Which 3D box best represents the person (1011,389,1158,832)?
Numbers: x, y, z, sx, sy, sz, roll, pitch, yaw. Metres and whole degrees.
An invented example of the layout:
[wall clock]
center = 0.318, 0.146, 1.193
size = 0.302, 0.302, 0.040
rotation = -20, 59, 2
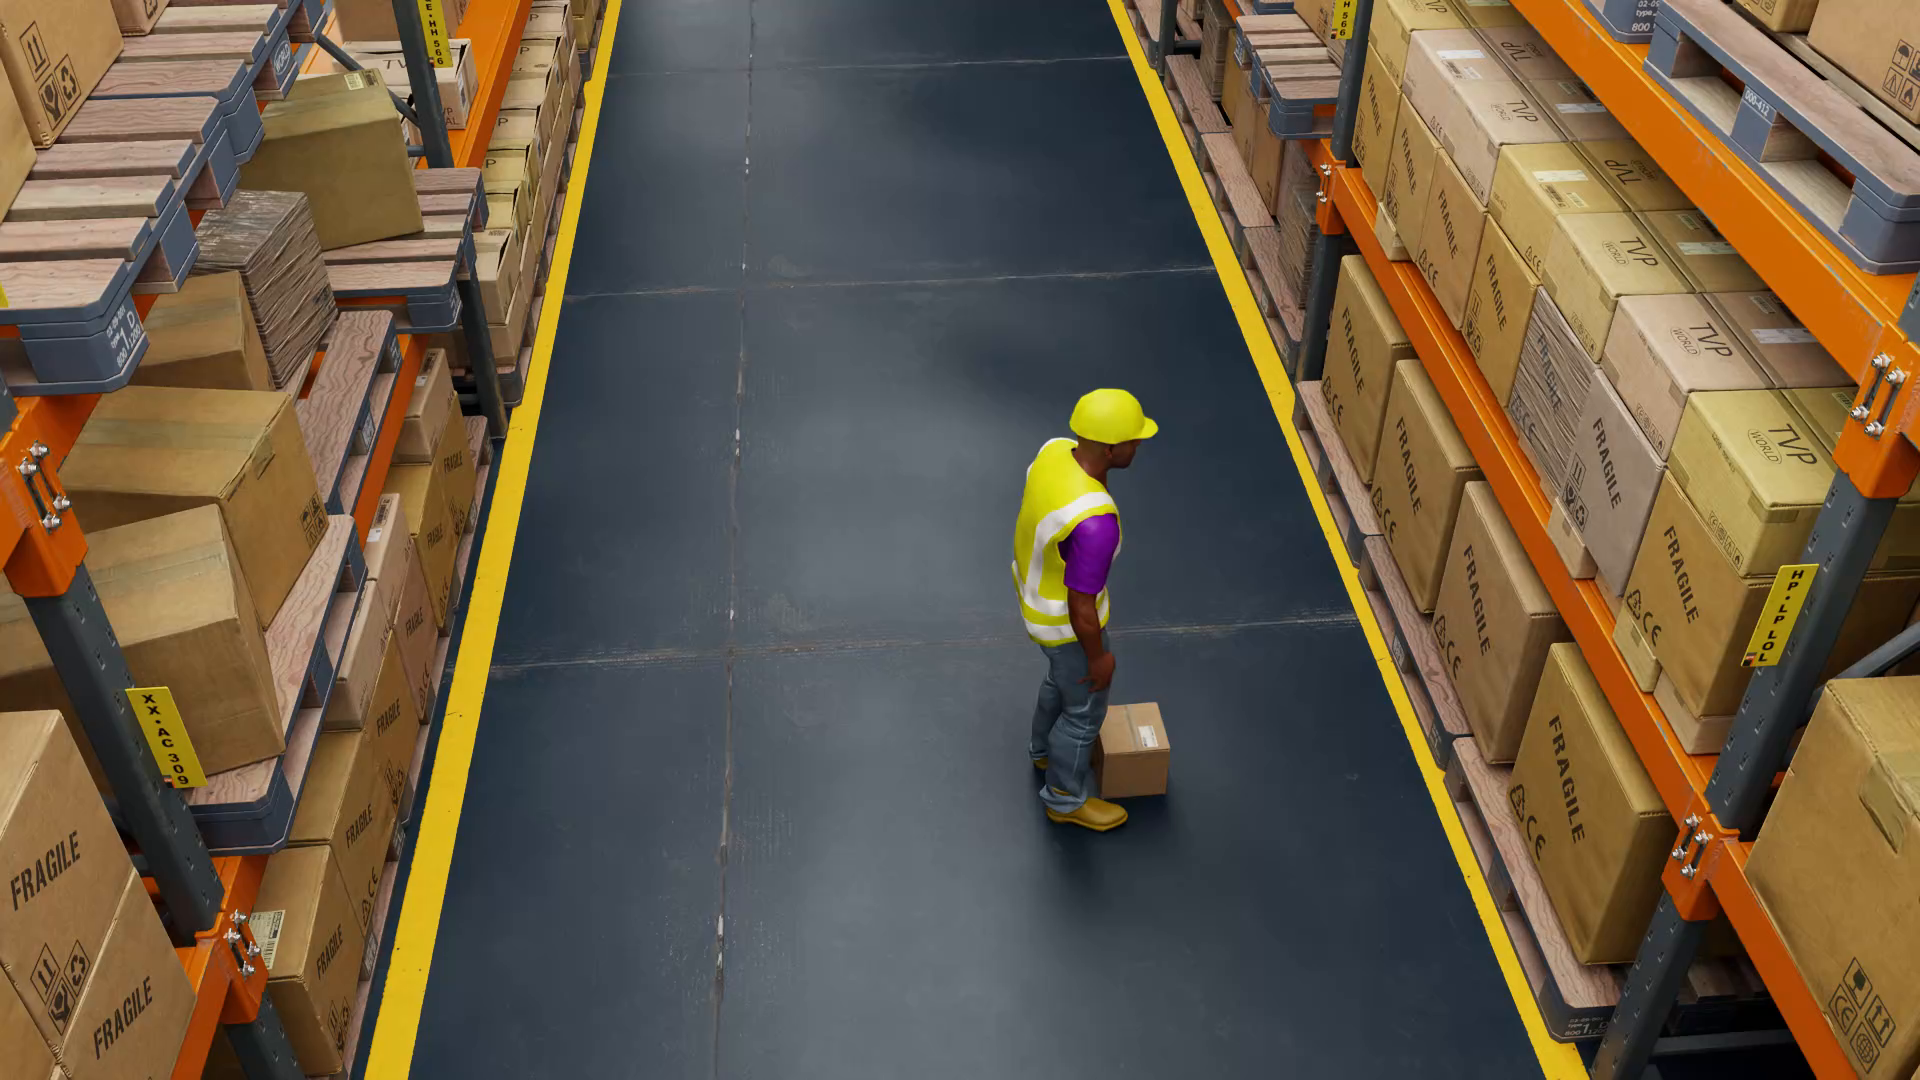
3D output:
[person]
center = 0.420, 0.233, 5.852
size = 0.460, 1.759, 0.629
rotation = -5, 39, -6
